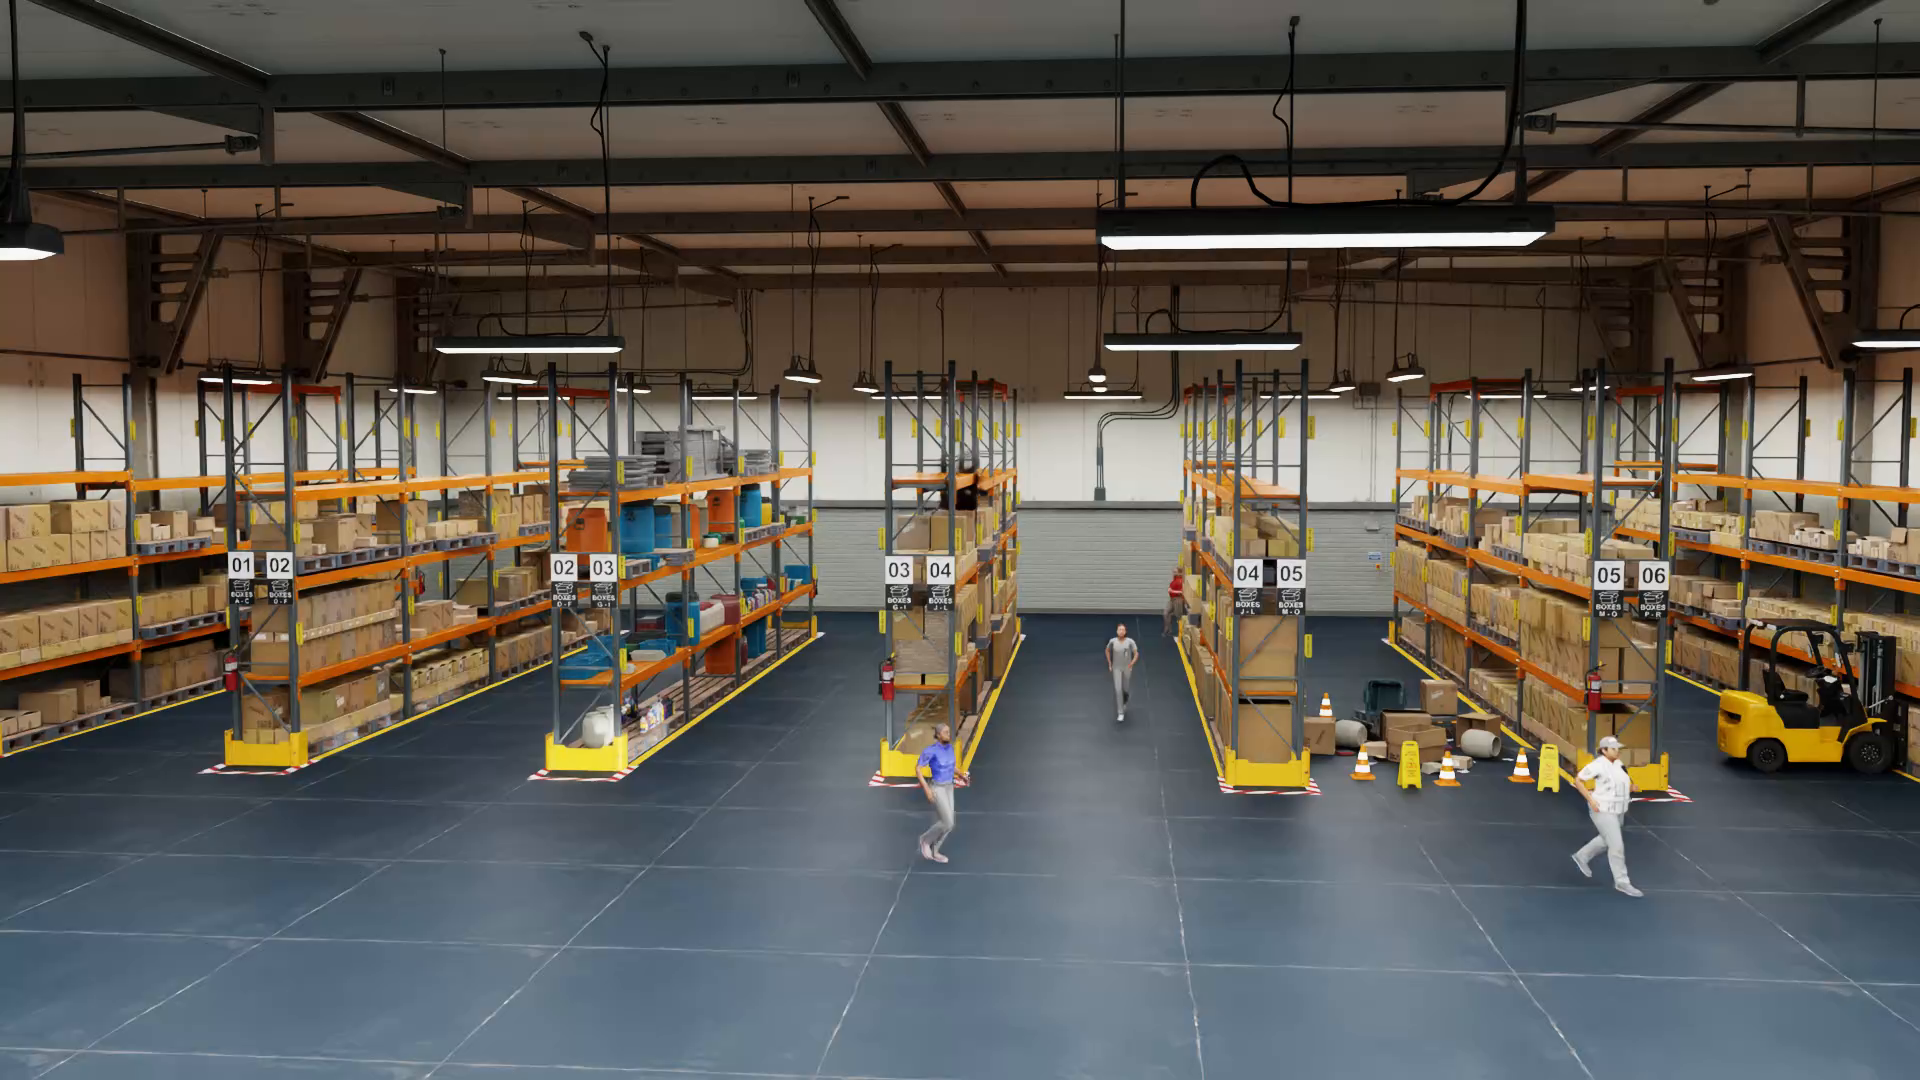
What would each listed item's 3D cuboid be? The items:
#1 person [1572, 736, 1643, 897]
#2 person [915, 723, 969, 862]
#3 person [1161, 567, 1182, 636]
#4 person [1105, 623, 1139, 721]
[{"bbox_3d":[7.057,2.961,18.118,0.605,1.657,0.941,-3,5,-37],"label":"person"},{"bbox_3d":[-0.183,2.927,19.265,0.544,1.622,0.588,3,5,34],"label":"person"},{"bbox_3d":[5.328,1.571,40.350,0.753,1.690,0.718,-1,4,-17],"label":"person"},{"bbox_3d":[2.825,2.276,29.045,0.579,1.667,0.850,0,4,5],"label":"person"}]
